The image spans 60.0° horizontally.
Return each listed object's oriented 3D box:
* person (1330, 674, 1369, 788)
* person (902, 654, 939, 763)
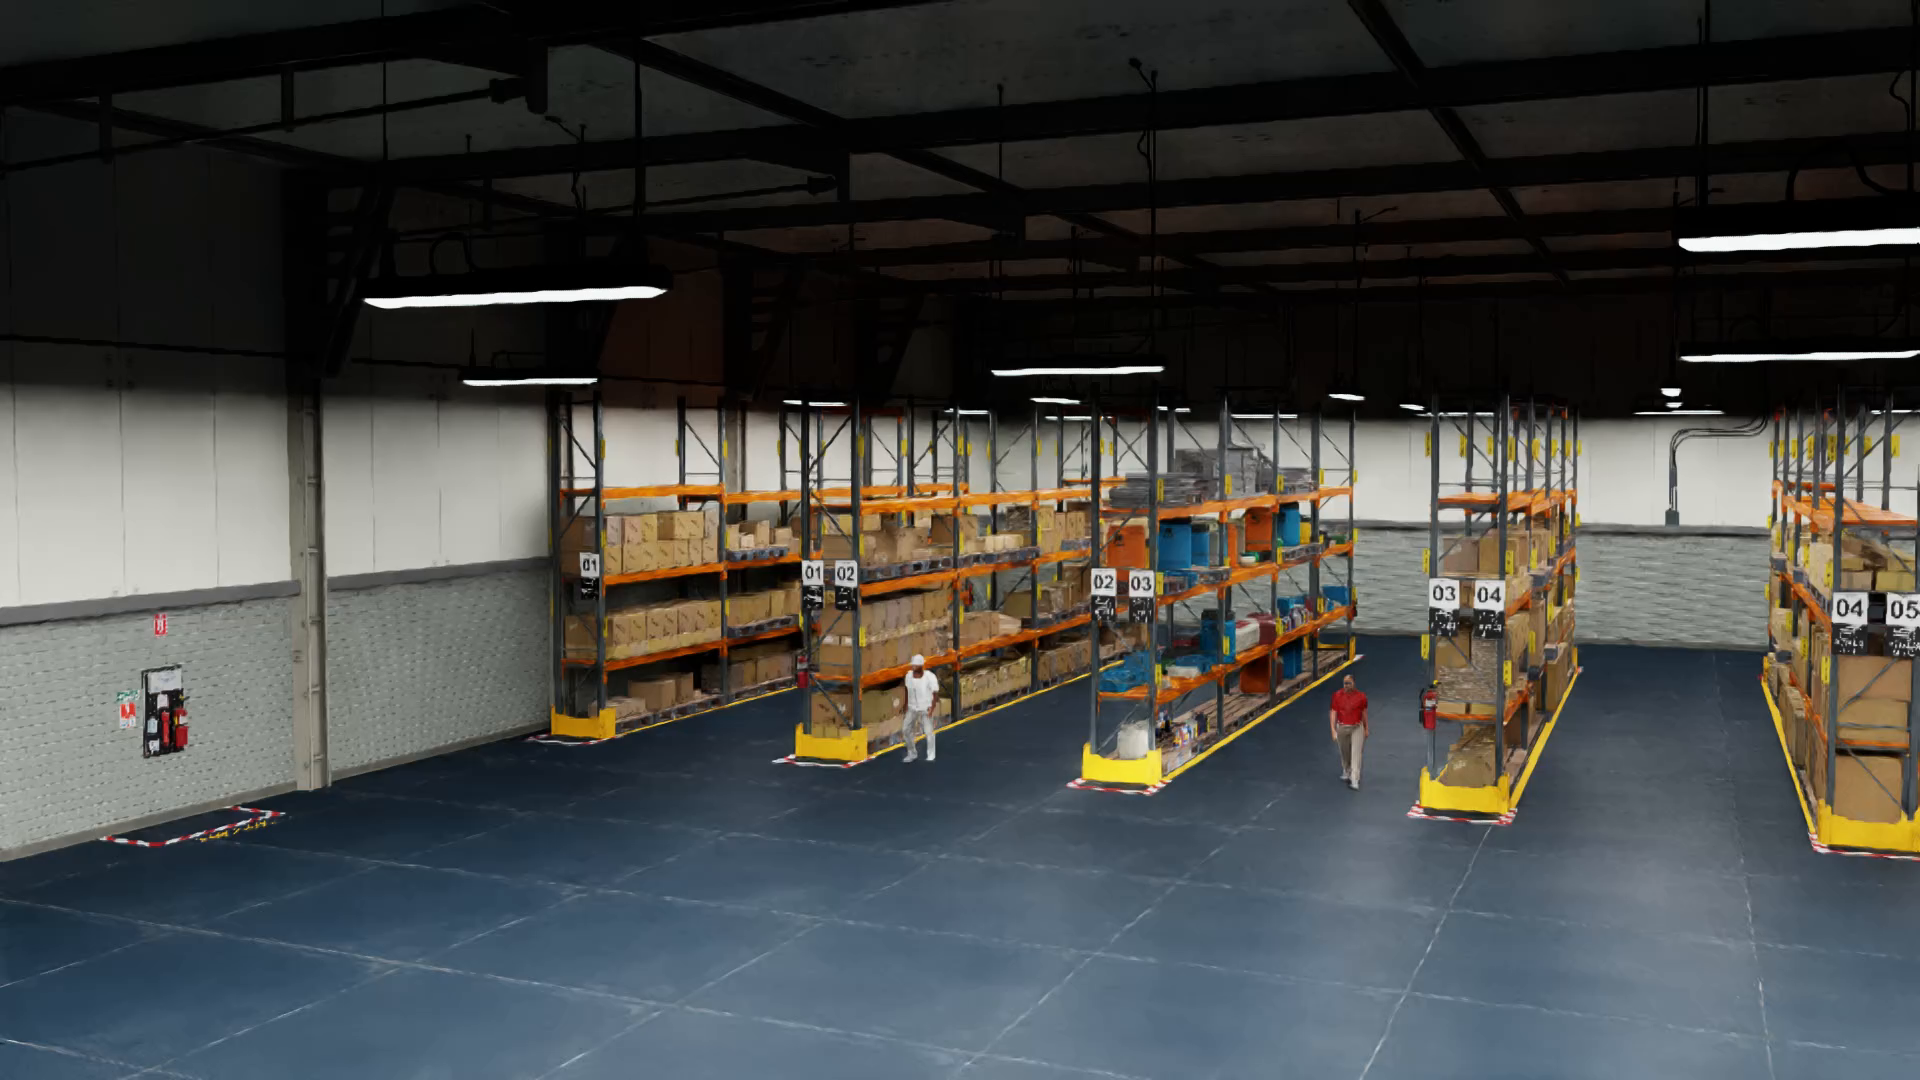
[{"bbox_3d":[5.753,2.794,24.650,0.547,1.641,1.115,1,3,22],"label":"person"},{"bbox_3d":[-0.636,2.669,26.523,0.667,1.730,0.631,1,3,20],"label":"person"}]
